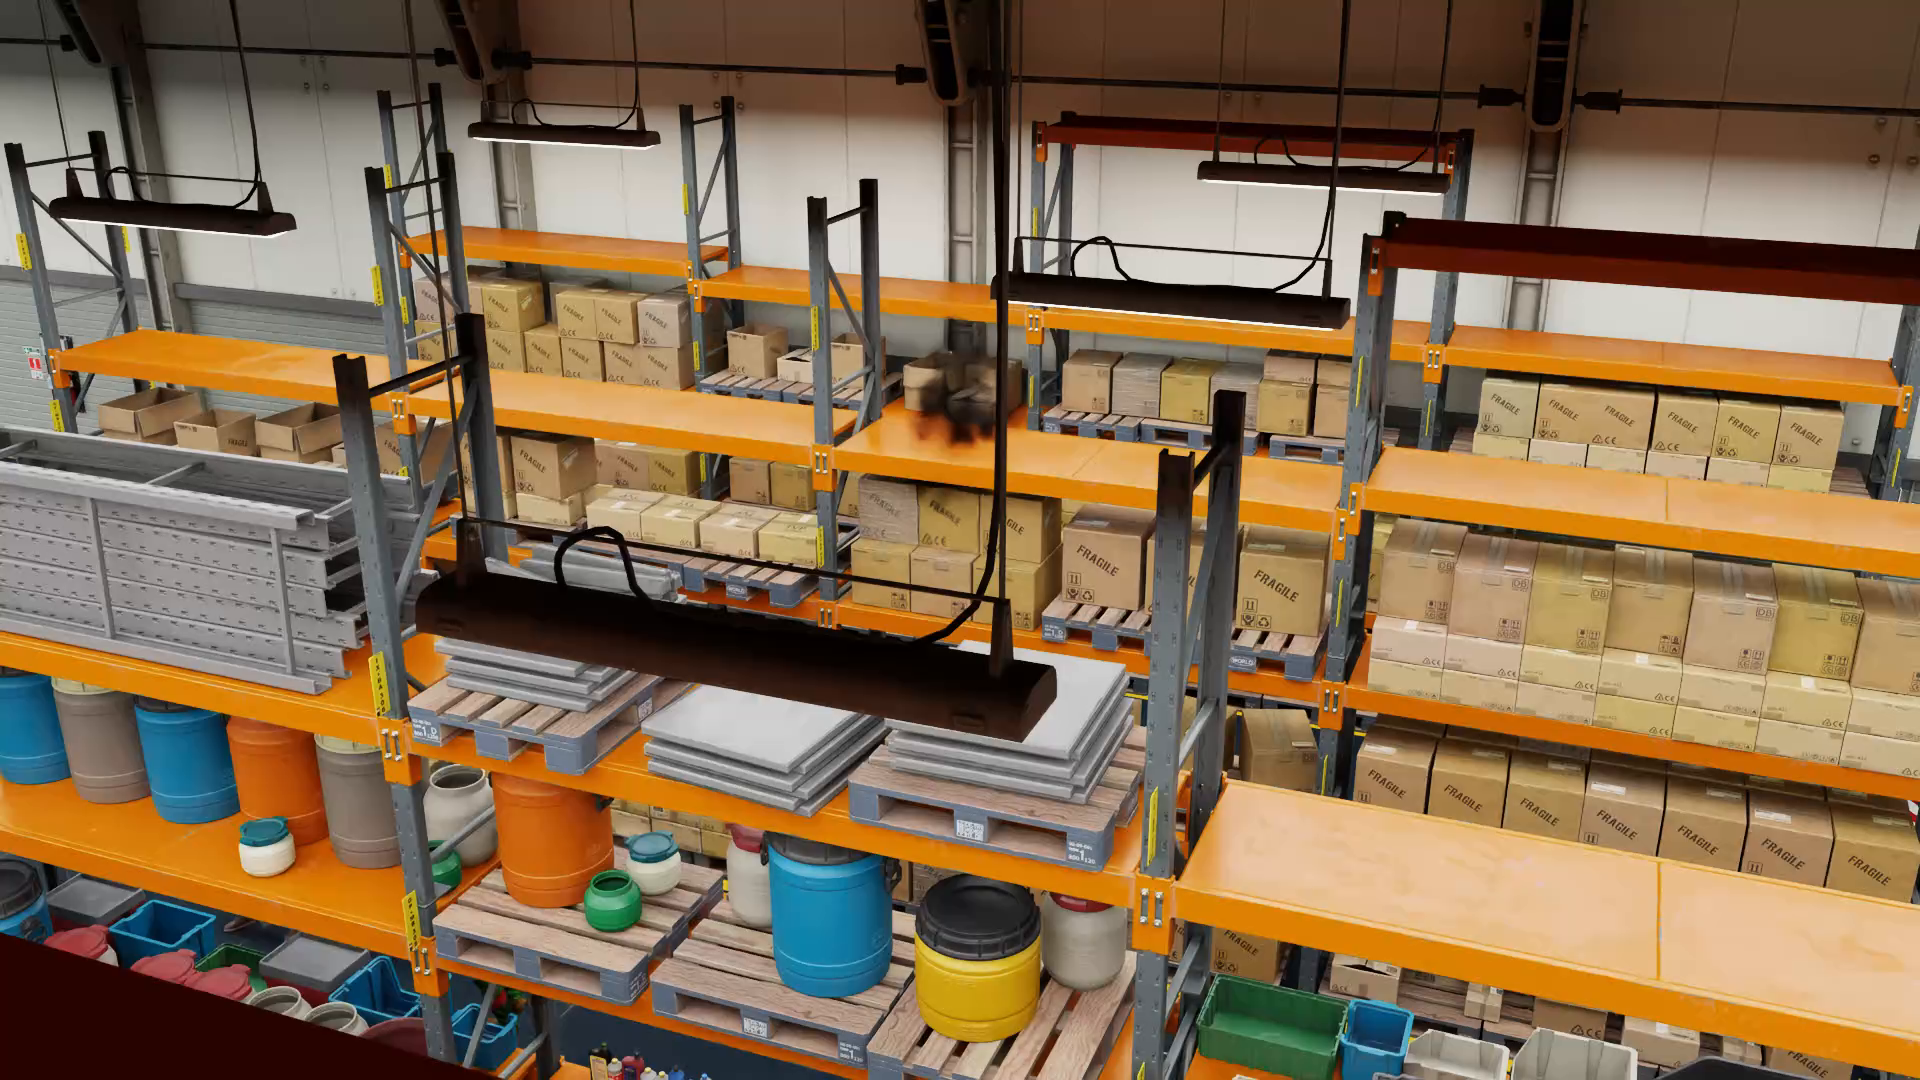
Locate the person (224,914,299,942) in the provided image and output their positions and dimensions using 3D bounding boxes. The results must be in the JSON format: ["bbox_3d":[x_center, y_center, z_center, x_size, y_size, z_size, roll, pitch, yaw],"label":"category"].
[{"bbox_3d":[-5.702,2.522,13.436,0.893,1.653,0.565,4,21,10],"label":"person"}]

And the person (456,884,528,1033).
[{"bbox_3d":[-3.446,2.754,11.883,0.551,1.768,0.668,8,22,21],"label":"person"}]
